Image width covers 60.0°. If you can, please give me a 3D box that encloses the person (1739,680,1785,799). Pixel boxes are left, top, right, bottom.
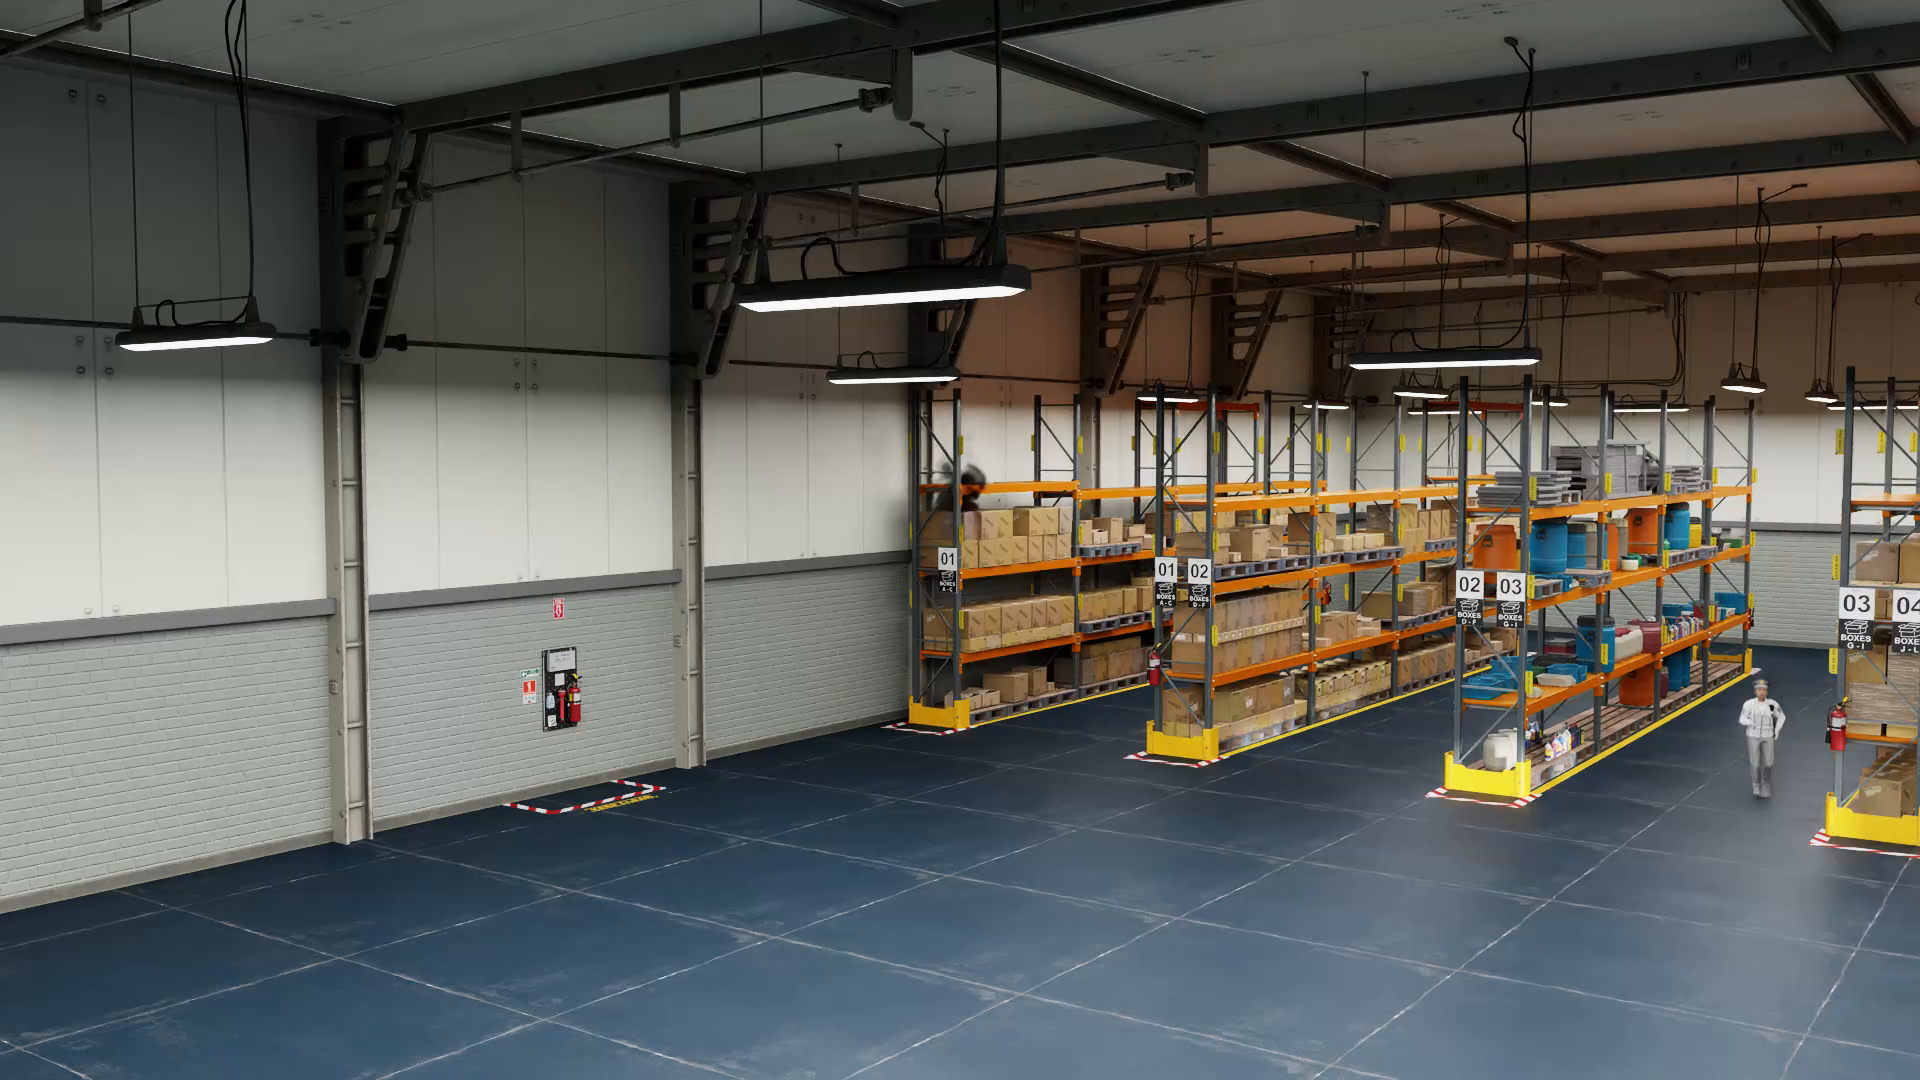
[{"bbox_3d":[11.351,2.821,23.530,0.596,1.690,0.614,1,4,24],"label":"person"}]
